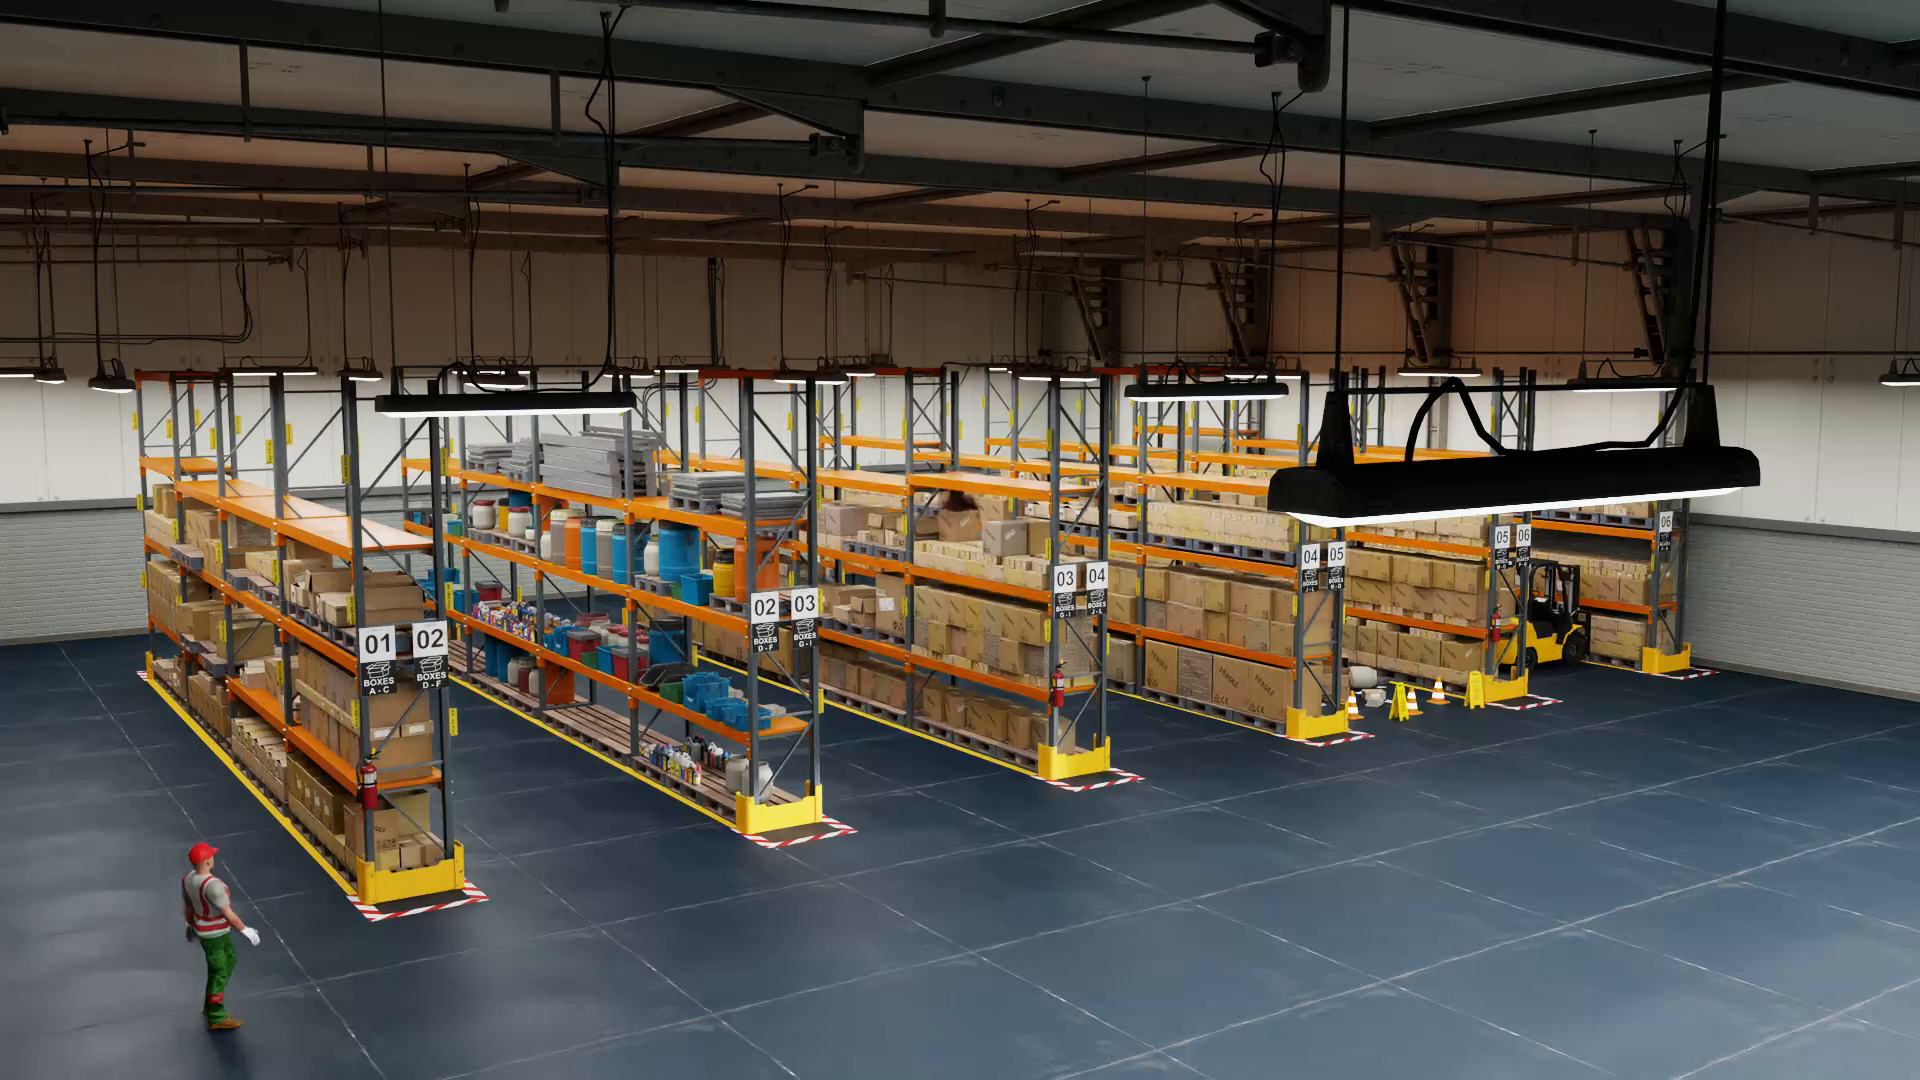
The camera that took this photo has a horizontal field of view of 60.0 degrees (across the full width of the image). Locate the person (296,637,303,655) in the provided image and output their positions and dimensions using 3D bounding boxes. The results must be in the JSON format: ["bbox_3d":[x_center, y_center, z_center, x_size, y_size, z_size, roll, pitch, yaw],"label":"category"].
[{"bbox_3d":[-12.165,2.001,30.588,0.546,1.725,1.047,-5,8,-35],"label":"person"}]

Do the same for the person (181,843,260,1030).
[{"bbox_3d":[-6.950,3.697,15.633,0.620,1.808,0.625,-4,7,-29],"label":"person"}]

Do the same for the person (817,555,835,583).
[{"bbox_3d":[-3.555,0.582,43.080,0.579,1.757,0.746,2,7,19],"label":"person"}]
